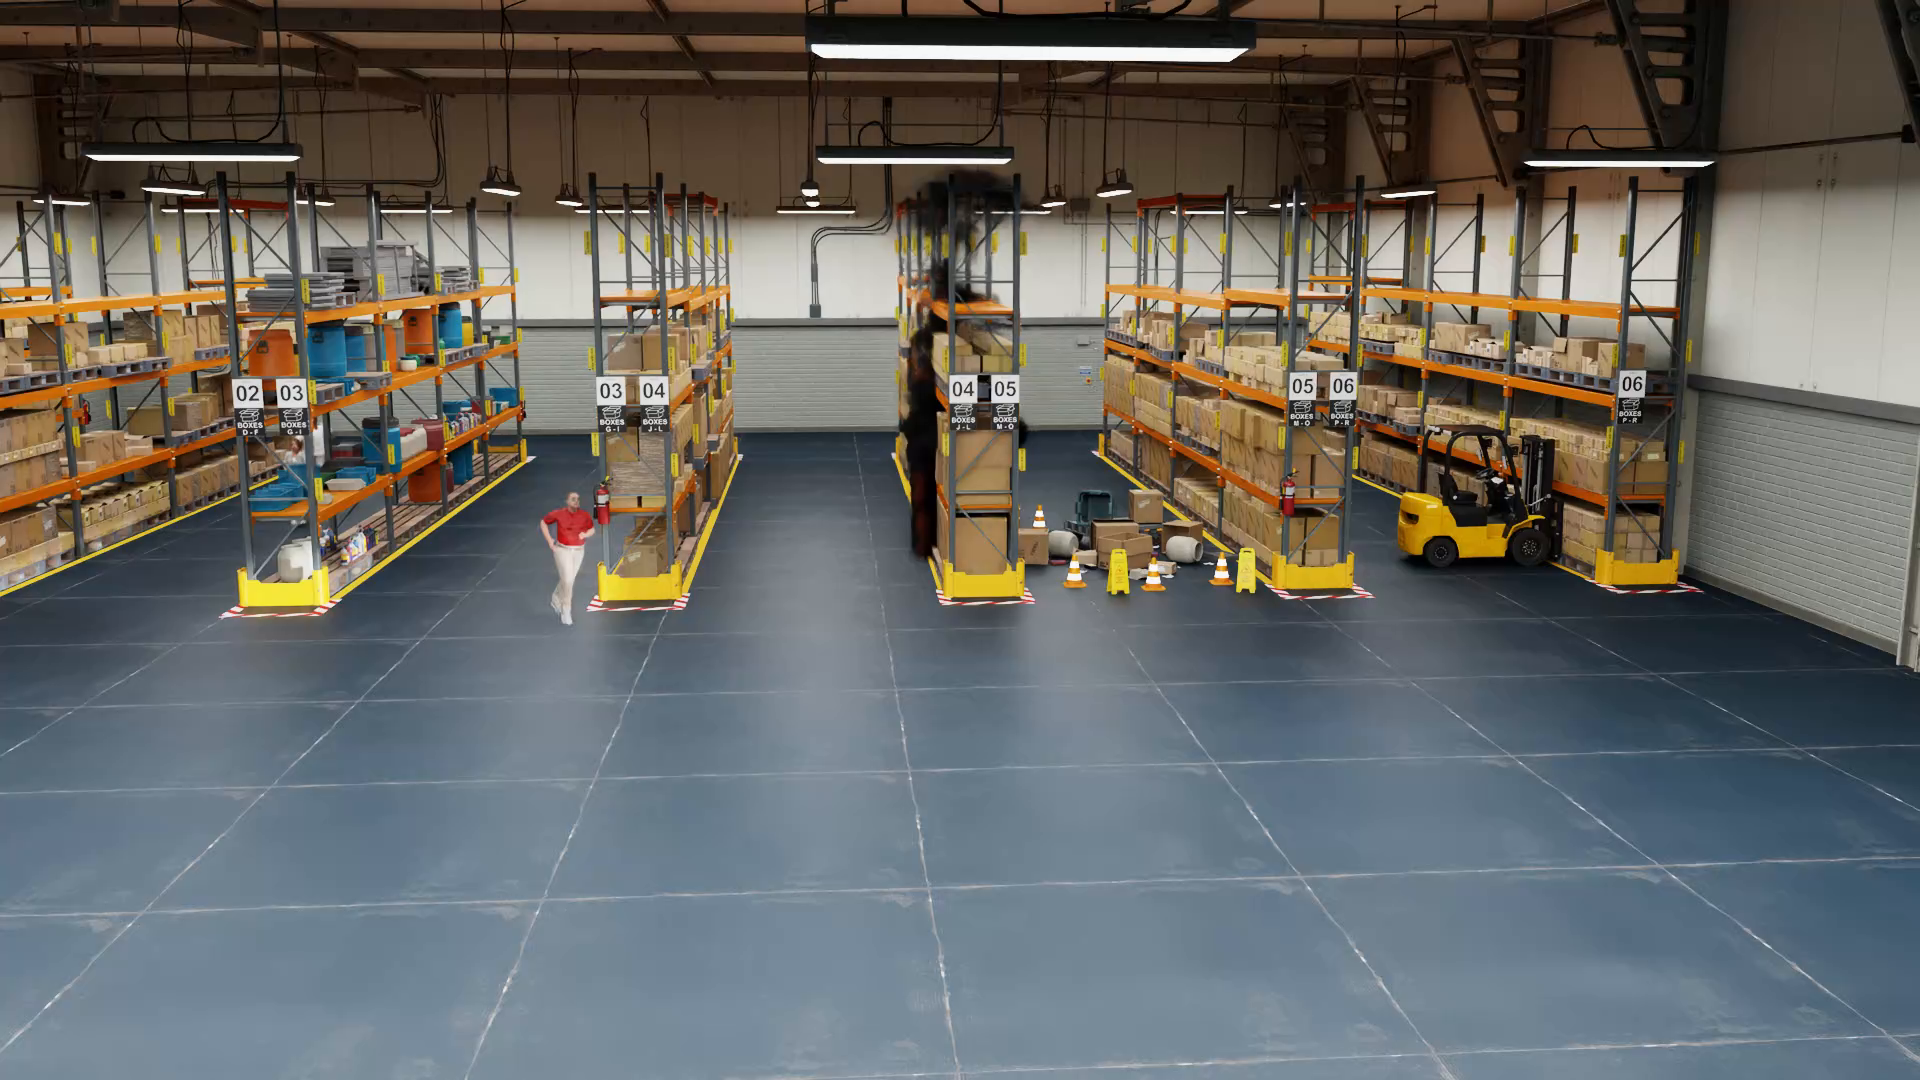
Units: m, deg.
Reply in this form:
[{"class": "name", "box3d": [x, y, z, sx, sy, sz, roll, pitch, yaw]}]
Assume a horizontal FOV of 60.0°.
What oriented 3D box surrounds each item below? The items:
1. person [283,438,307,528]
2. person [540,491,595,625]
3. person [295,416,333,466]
[{"class": "person", "box3d": [-11.923, -1.013, 29.875, 0.494, 1.602, 0.682, -2, 10, -13]}, {"class": "person", "box3d": [-5.291, 0.221, 22.607, 0.680, 1.785, 0.762, -8, 13, -39]}, {"class": "person", "box3d": [-12.840, -1.680, 33.080, 0.712, 1.743, 0.897, -4, 11, -20]}]
